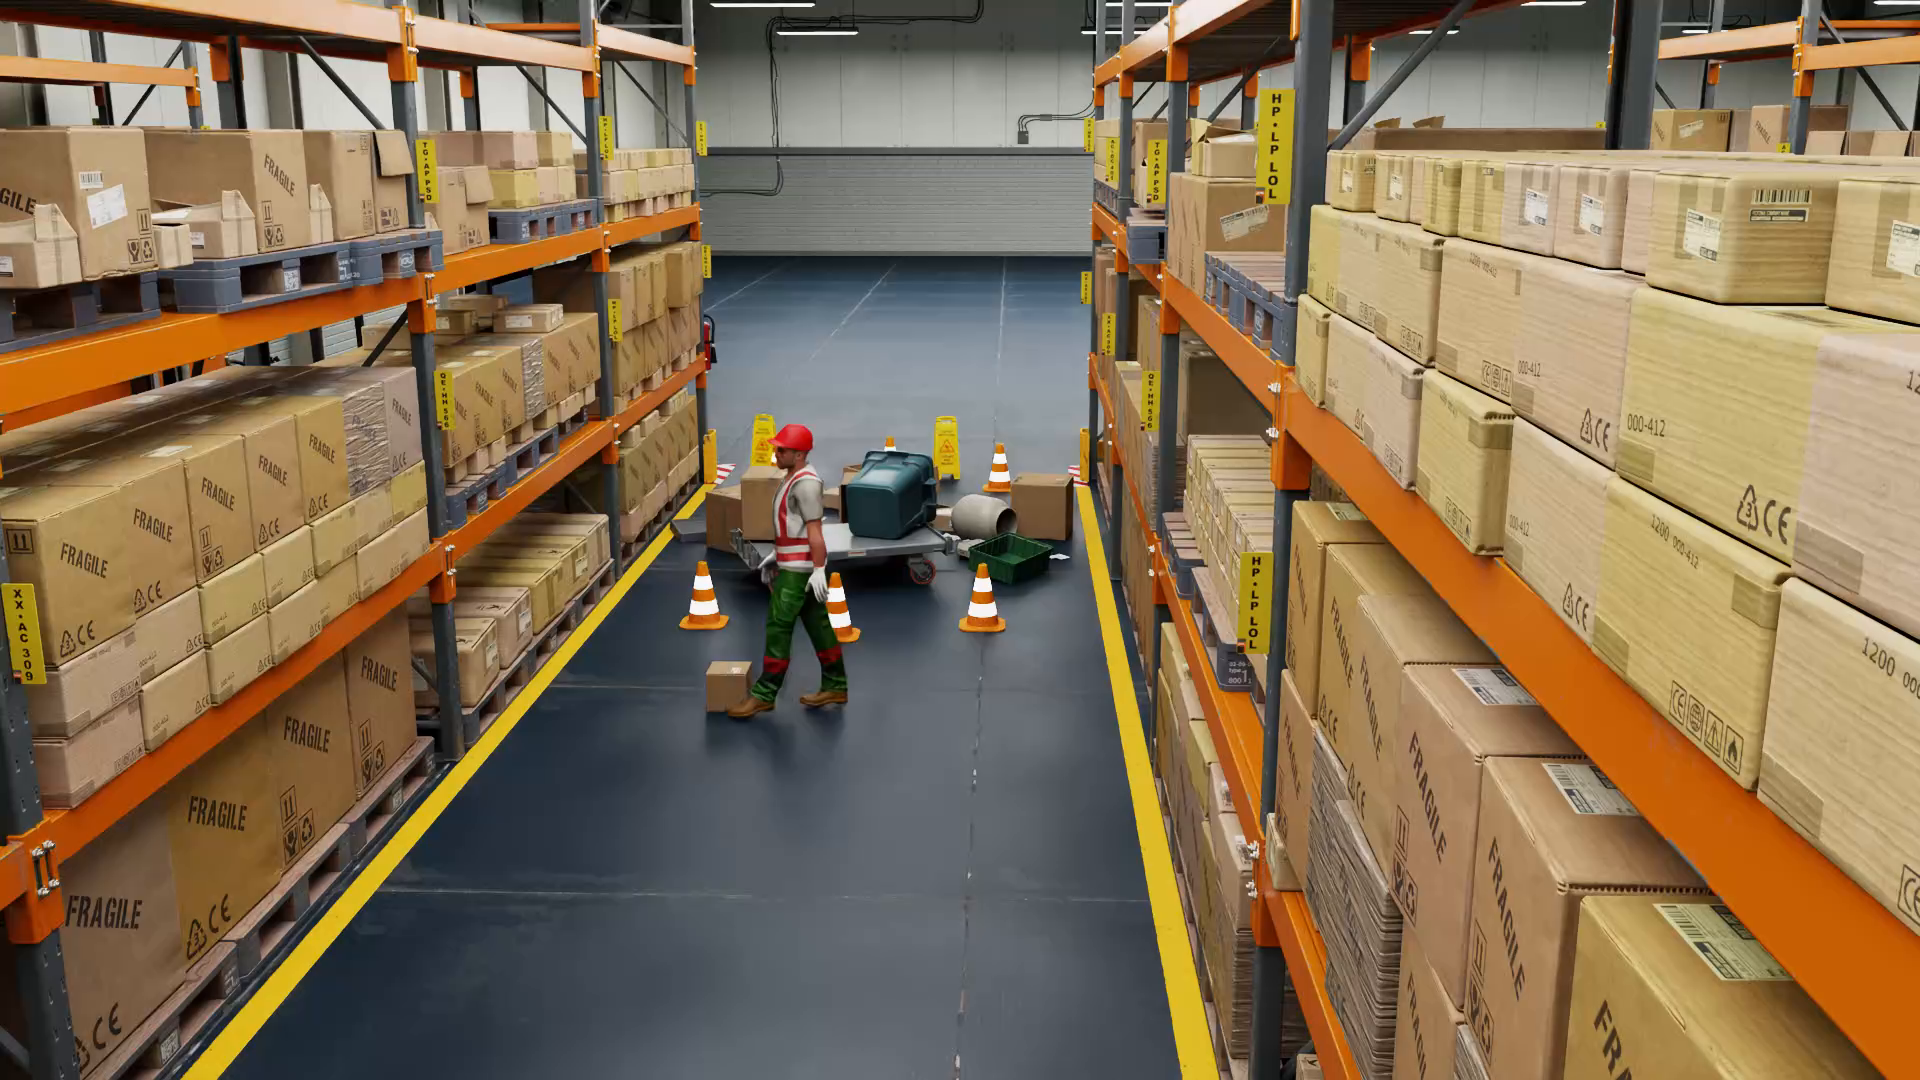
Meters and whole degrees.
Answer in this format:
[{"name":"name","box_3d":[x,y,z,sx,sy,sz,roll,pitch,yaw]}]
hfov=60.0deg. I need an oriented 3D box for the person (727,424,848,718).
[{"name":"person","box_3d":[-1.076,0.167,10.194,0.755,1.772,0.588,-2,14,-7]}]
